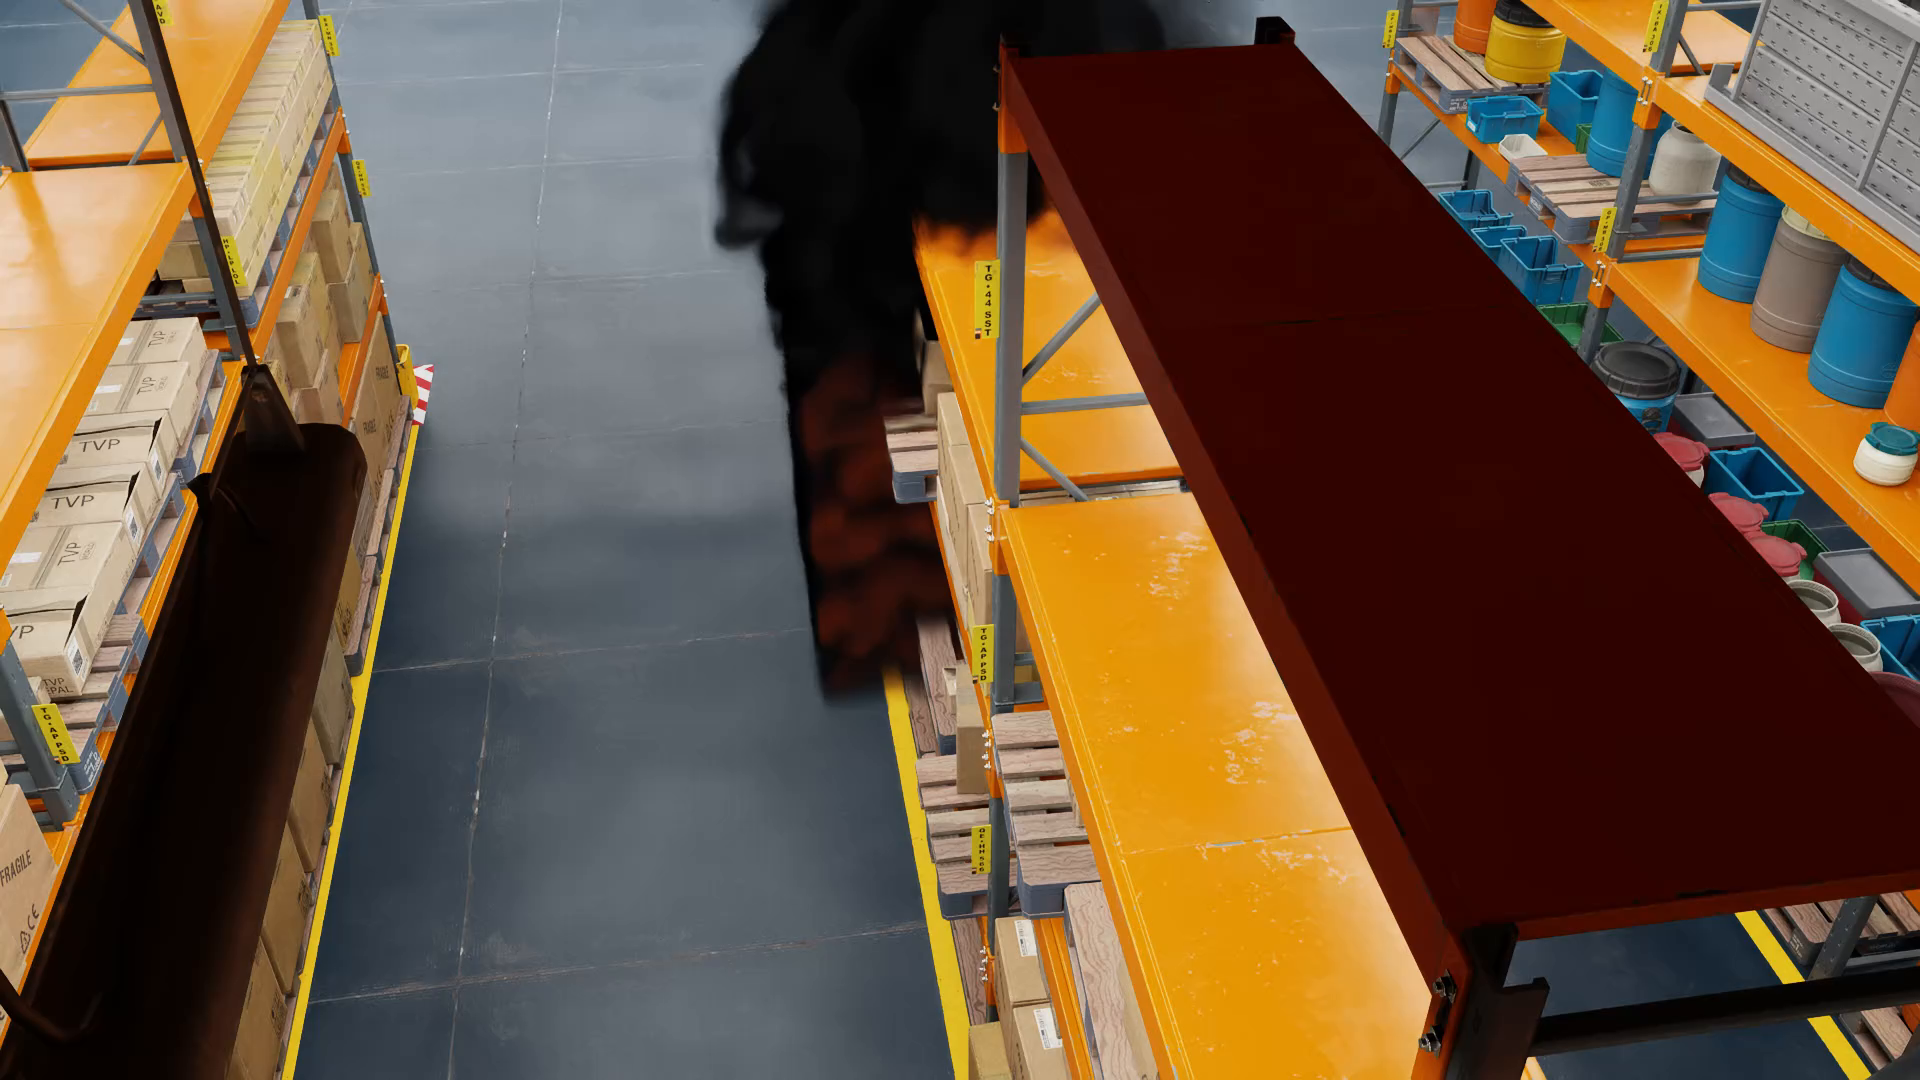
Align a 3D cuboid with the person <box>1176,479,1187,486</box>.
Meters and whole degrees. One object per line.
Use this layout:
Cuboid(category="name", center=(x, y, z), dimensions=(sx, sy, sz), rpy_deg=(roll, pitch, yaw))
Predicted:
Cuboid(category="person", center=(1.330, -0.365, 11.971), dimensions=(0.682, 1.804, 0.861), rpy_deg=(-5, 37, -6))
